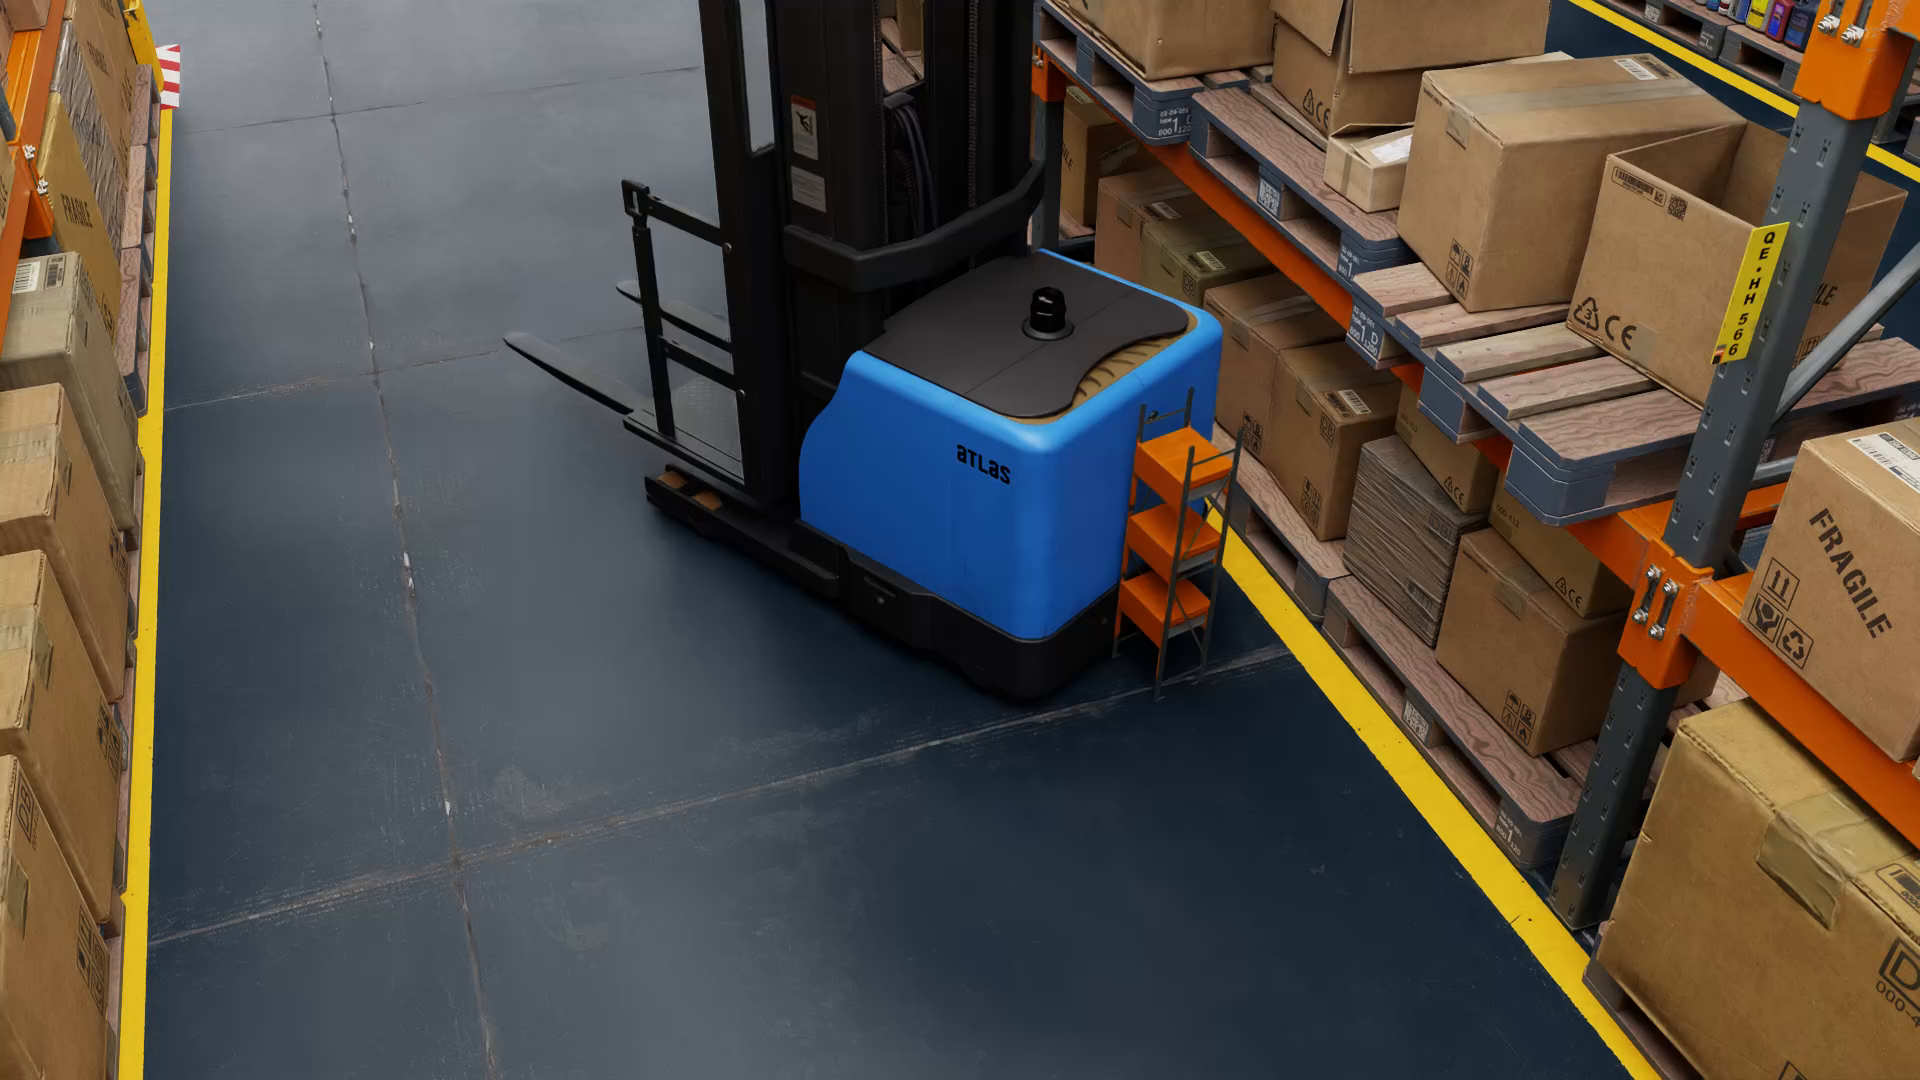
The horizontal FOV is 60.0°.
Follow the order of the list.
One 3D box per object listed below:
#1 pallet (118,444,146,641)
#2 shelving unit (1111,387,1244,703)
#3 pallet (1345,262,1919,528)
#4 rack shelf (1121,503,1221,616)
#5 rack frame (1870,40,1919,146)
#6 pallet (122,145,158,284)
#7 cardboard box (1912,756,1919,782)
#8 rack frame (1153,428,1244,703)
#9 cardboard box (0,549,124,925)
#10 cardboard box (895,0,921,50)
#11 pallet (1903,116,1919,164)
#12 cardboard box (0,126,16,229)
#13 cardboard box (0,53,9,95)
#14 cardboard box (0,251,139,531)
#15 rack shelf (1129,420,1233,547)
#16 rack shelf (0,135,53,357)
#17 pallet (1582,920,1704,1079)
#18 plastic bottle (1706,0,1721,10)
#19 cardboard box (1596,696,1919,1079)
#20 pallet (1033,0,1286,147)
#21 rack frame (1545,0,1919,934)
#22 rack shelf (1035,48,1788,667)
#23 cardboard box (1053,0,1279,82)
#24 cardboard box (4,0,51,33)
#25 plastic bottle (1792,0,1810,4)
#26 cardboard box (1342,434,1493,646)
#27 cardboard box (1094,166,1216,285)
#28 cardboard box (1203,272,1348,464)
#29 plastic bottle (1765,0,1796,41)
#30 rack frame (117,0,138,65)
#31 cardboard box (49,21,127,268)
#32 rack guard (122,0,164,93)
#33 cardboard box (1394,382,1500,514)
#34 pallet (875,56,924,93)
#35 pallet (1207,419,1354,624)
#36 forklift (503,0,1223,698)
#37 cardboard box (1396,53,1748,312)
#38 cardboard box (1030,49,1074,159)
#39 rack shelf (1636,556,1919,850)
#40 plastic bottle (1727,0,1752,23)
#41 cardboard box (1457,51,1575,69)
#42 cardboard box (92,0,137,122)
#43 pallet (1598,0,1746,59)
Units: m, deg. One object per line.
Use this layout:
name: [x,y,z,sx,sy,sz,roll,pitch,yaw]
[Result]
pallet: [-3.536,0.034,6.030,1.003,0.211,1.213,-12,39,-16]
shelving unit: [0.682,0.036,5.320,0.215,1.050,0.252,-20,44,-24]
pallet: [1.851,-0.514,4.599,1.213,0.211,1.003,-12,39,-16]
rack shelf: [0.681,0.044,5.327,0.215,0.259,0.240,-20,44,-24]
rack frame: [5.470,-3.496,8.398,1.000,3.000,0.127,-12,39,-16]
pallet: [-4.484,-1.523,8.096,1.003,0.211,1.213,-12,39,-16]
cardboard box: [2.288,0.371,3.181,0.500,0.500,0.500,-13,39,-17]
rack frame: [0.745,0.103,5.241,0.200,1.050,0.008,-20,44,-24]
cardboard box: [-2.925,0.634,4.435,1.050,0.750,0.750,-12,39,-15]
cardboard box: [-0.120,-3.212,9.750,0.500,0.500,0.500,-3,37,-4]
pallet: [5.777,-1.946,8.658,1.003,0.211,1.213,-12,39,-16]
cardboard box: [-3.442,-1.301,5.401,0.500,0.500,0.500,-13,39,-16]
cardboard box: [-4.010,-1.766,5.977,0.875,0.550,0.550,-12,39,-16]
cardboard box: [-3.574,-0.437,5.858,1.050,0.750,0.750,-13,39,-16]
rack shelf: [0.689,-0.175,5.146,0.215,0.259,0.240,-20,44,-24]
rack shelf: [-3.184,-0.083,4.465,1.077,0.370,4.000,-12,39,-16]
pallet: [2.397,1.364,4.263,1.003,0.211,1.213,-12,39,-16]
plastic bottle: [4.647,-3.388,10.157,0.097,0.271,0.097,0,37,0]
cardboard box: [2.414,0.865,4.026,1.225,0.875,0.875,-14,39,-18]
pallet: [0.946,-1.932,6.481,1.003,0.211,1.213,-12,39,-16]
rack frame: [2.196,-0.210,4.036,1.000,3.000,0.127,-12,39,-16]
rack shelf: [1.508,-1.053,5.753,1.077,0.370,4.000,-12,39,-16]
cardboard box: [0.962,-2.400,6.095,1.000,1.000,1.000,-12,39,-16]
cardboard box: [-4.296,-2.402,6.821,0.875,0.550,0.550,-12,39,-16]
plastic bottle: [5.240,-3.427,10.205,0.152,0.276,0.135,-12,39,-16]
cardboard box: [1.744,-0.073,5.565,0.700,0.500,0.500,-16,40,-20]
cardboard box: [1.011,-1.296,7.189,0.700,0.500,0.500,-15,40,-19]
cardboard box: [1.350,-0.707,6.407,0.700,0.500,0.500,-16,40,-20]
plastic bottle: [4.817,-3.082,9.741,0.061,0.283,0.133,-10,38,-13]
rack frame: [-5.249,-3.760,8.749,1.000,3.000,0.127,-12,39,-16]
cardboard box: [-4.337,-1.698,7.427,0.875,0.875,0.875,-12,39,-16]
rack guard: [-5.257,-2.775,9.519,1.175,0.500,0.348,-12,39,-16]
cardboard box: [1.745,-0.357,5.320,0.500,0.250,0.500,-8,38,-11]
pallet: [0.132,-2.419,9.286,1.003,0.211,1.213,-12,39,-16]
pallet: [1.513,-0.226,6.375,1.003,0.211,1.213,-12,39,-16]
forklift: [-0.566,-1.403,5.677,3.031,2.935,1.130,27,45,31]
cardboard box: [1.687,-1.010,4.665,0.700,0.500,0.500,-7,38,-9]
cardboard box: [0.515,-2.196,8.400,0.500,0.500,0.500,-1,37,-1]
rack shelf: [2.884,1.207,2.753,1.077,0.370,4.000,-12,39,-16]
plastic bottle: [4.748,-3.271,9.998,0.152,0.276,0.135,-12,39,-15]
cardboard box: [1.835,-1.313,5.275,0.500,0.250,0.500,-14,39,-17]
cardboard box: [-4.953,-2.710,8.771,0.875,0.875,0.875,-12,39,-16]
pallet: [4.855,-3.460,10.668,1.003,0.211,1.213,-12,39,-16]
